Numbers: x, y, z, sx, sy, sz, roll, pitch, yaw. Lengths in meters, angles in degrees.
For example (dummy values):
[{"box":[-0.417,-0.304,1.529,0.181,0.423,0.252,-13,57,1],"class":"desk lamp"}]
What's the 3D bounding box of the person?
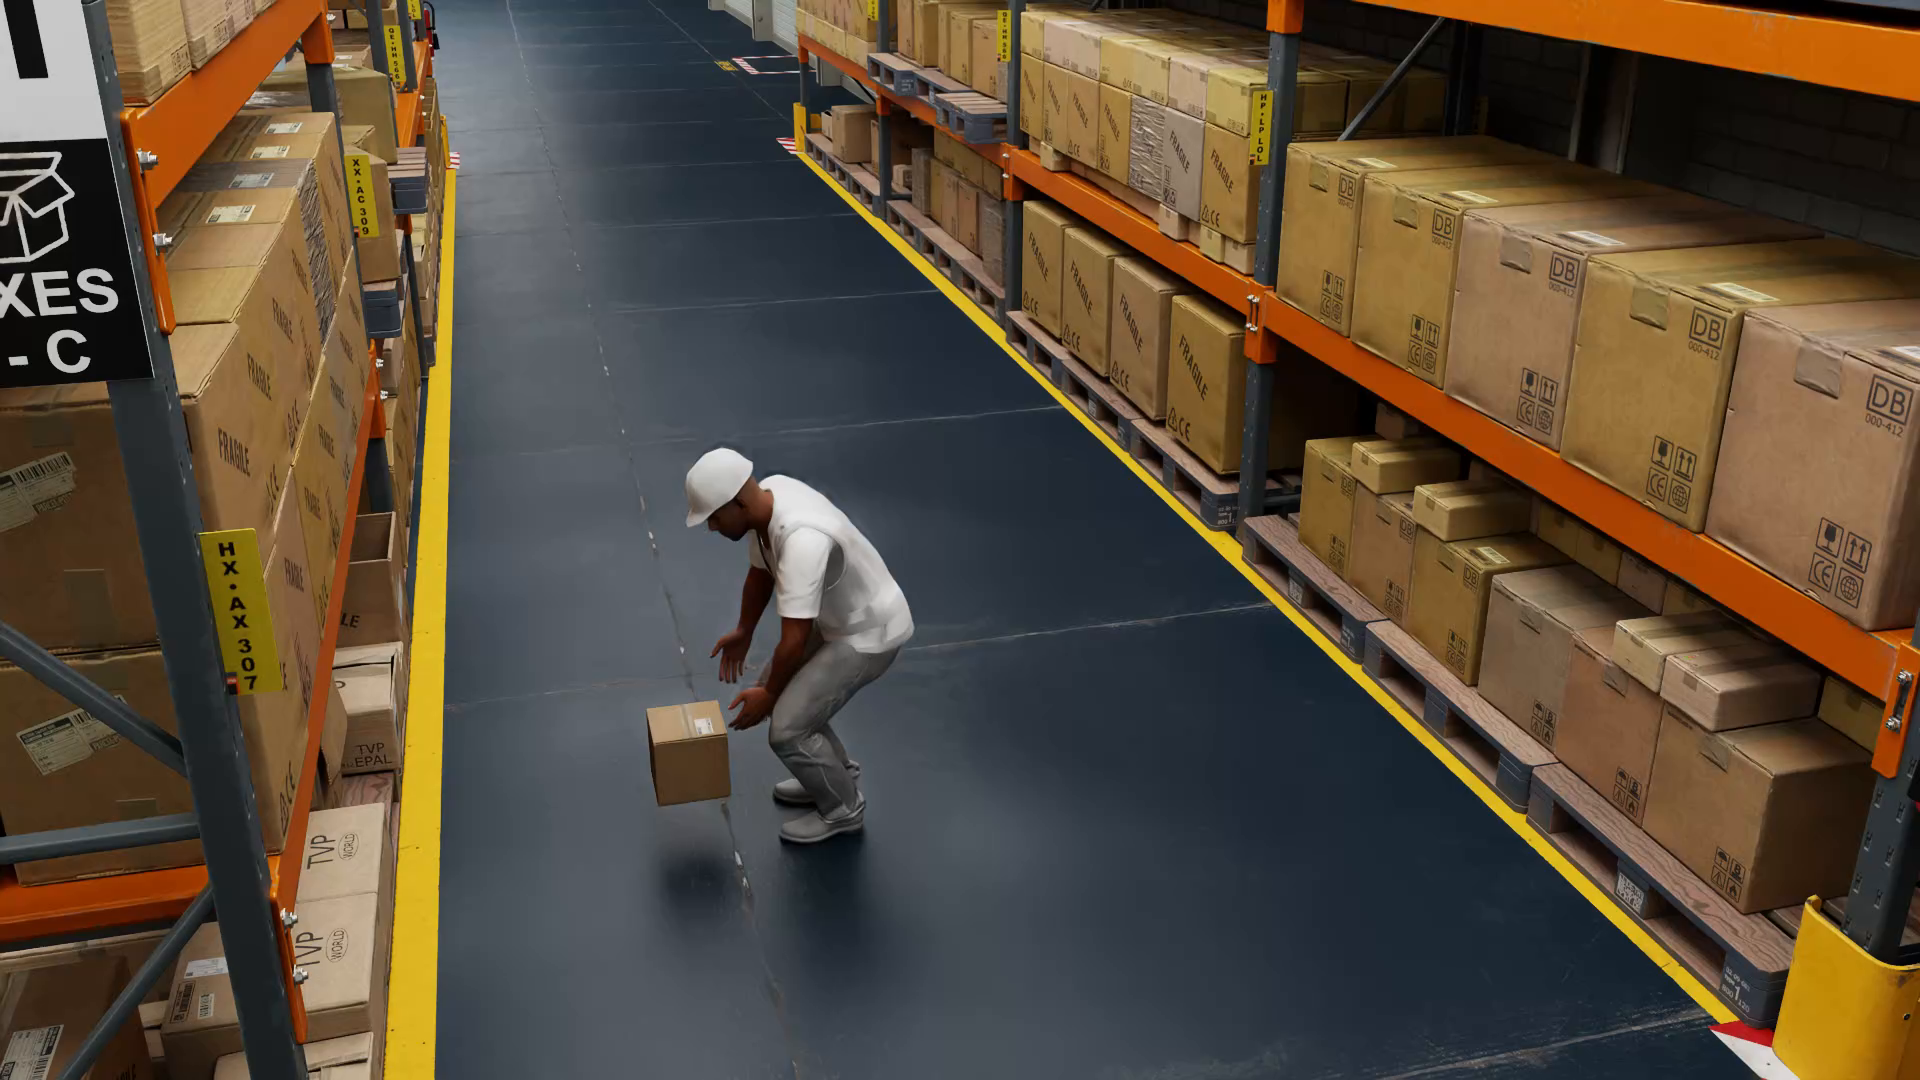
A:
[{"box":[-0.530,0.346,5.672,0.746,1.433,0.631,-6,24,-14],"class":"person"}]
